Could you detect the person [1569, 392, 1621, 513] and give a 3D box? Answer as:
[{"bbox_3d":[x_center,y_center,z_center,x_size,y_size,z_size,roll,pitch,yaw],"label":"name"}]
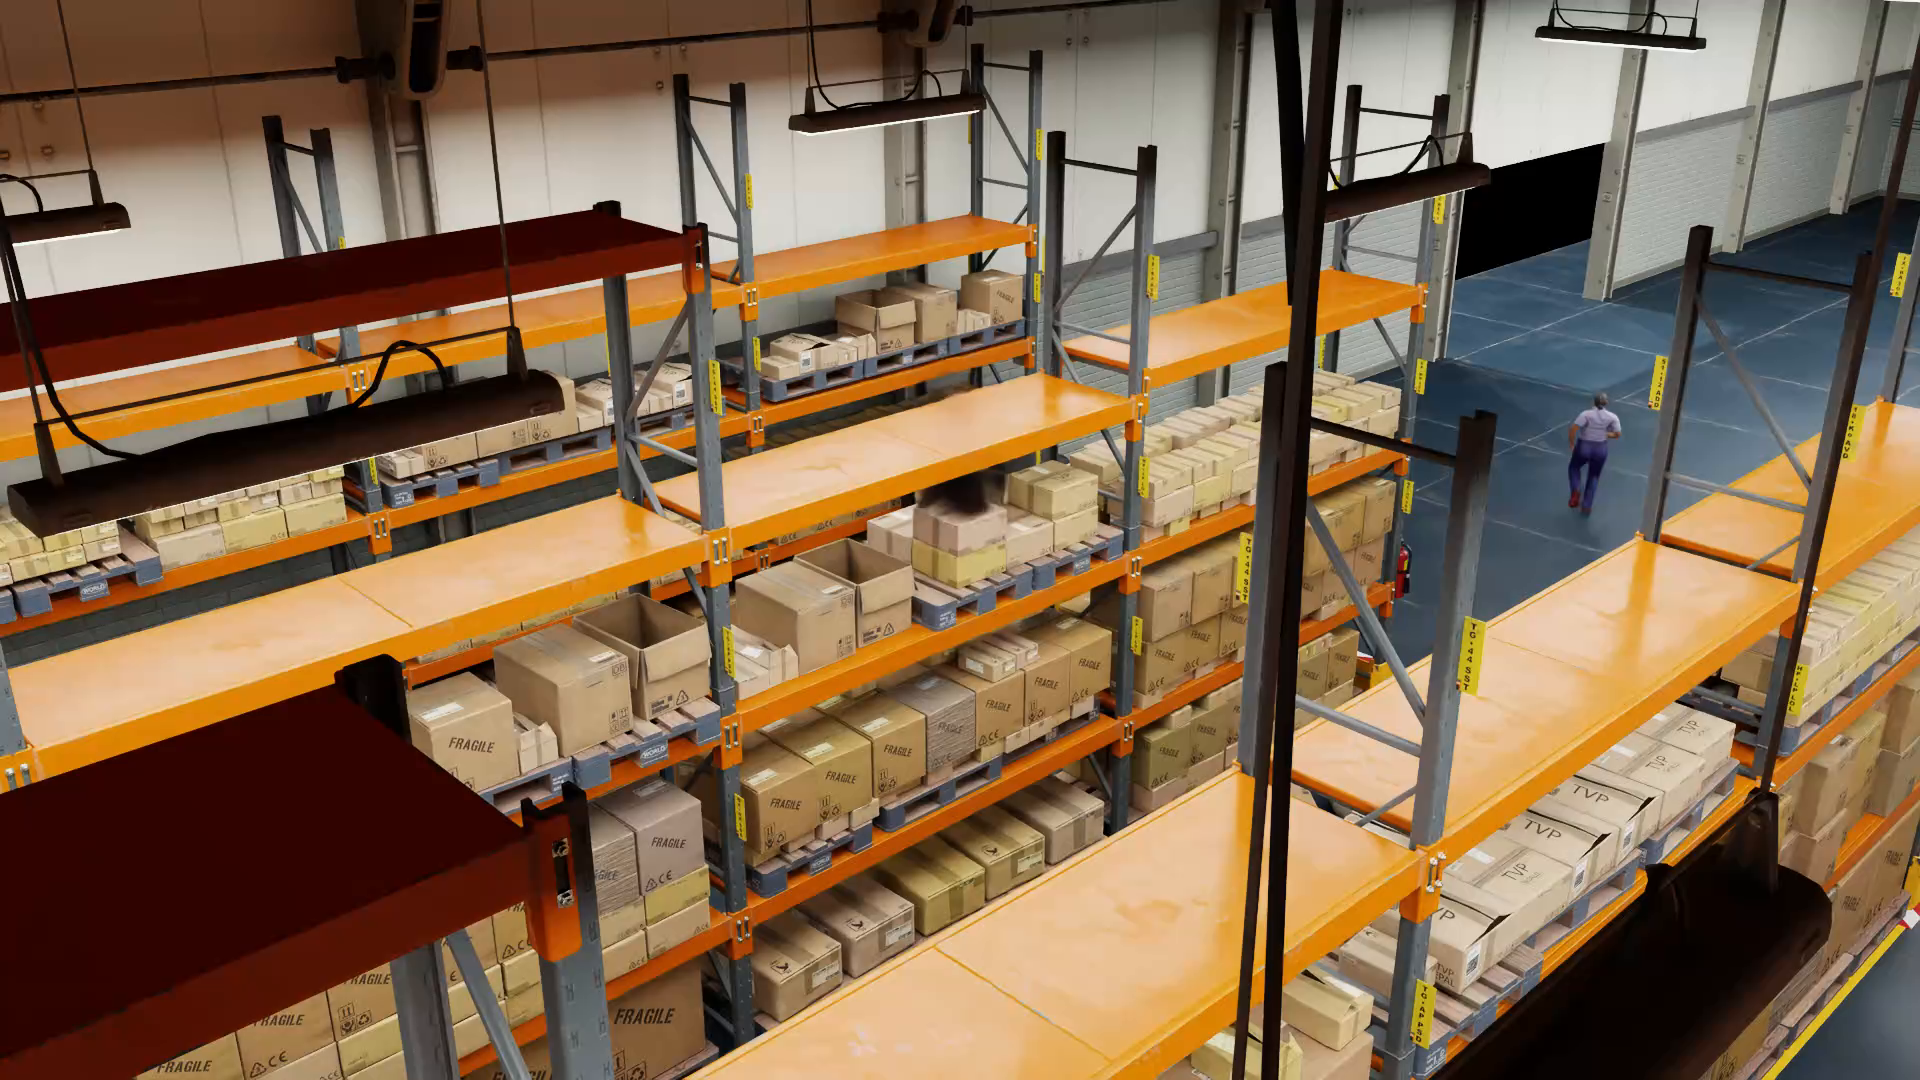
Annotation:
[{"bbox_3d":[8.163,-1.156,21.543,0.657,1.615,0.527,5,23,11],"label":"person"}]
